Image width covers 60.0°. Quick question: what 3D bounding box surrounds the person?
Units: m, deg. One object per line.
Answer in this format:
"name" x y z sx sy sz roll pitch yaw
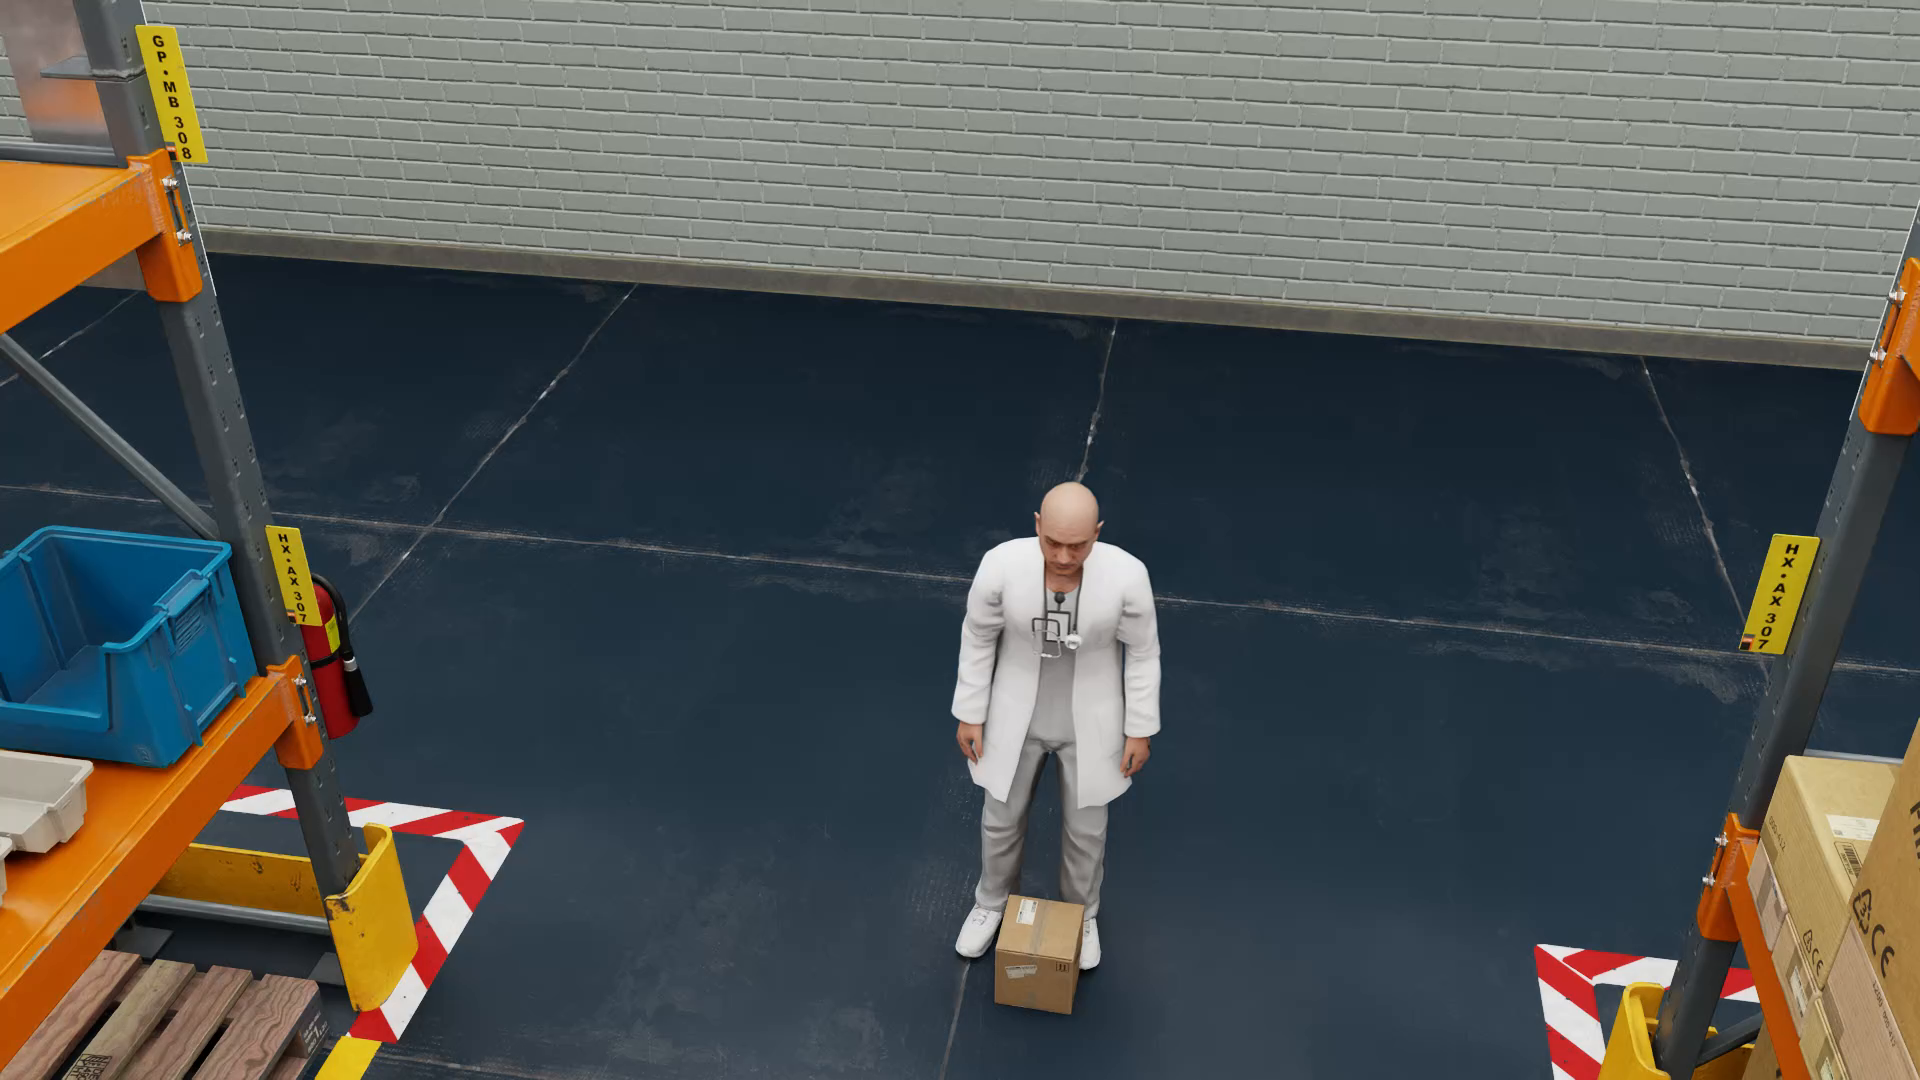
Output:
"person" 0.300 0.652 5.278 0.654 1.592 0.415 4 32 7
